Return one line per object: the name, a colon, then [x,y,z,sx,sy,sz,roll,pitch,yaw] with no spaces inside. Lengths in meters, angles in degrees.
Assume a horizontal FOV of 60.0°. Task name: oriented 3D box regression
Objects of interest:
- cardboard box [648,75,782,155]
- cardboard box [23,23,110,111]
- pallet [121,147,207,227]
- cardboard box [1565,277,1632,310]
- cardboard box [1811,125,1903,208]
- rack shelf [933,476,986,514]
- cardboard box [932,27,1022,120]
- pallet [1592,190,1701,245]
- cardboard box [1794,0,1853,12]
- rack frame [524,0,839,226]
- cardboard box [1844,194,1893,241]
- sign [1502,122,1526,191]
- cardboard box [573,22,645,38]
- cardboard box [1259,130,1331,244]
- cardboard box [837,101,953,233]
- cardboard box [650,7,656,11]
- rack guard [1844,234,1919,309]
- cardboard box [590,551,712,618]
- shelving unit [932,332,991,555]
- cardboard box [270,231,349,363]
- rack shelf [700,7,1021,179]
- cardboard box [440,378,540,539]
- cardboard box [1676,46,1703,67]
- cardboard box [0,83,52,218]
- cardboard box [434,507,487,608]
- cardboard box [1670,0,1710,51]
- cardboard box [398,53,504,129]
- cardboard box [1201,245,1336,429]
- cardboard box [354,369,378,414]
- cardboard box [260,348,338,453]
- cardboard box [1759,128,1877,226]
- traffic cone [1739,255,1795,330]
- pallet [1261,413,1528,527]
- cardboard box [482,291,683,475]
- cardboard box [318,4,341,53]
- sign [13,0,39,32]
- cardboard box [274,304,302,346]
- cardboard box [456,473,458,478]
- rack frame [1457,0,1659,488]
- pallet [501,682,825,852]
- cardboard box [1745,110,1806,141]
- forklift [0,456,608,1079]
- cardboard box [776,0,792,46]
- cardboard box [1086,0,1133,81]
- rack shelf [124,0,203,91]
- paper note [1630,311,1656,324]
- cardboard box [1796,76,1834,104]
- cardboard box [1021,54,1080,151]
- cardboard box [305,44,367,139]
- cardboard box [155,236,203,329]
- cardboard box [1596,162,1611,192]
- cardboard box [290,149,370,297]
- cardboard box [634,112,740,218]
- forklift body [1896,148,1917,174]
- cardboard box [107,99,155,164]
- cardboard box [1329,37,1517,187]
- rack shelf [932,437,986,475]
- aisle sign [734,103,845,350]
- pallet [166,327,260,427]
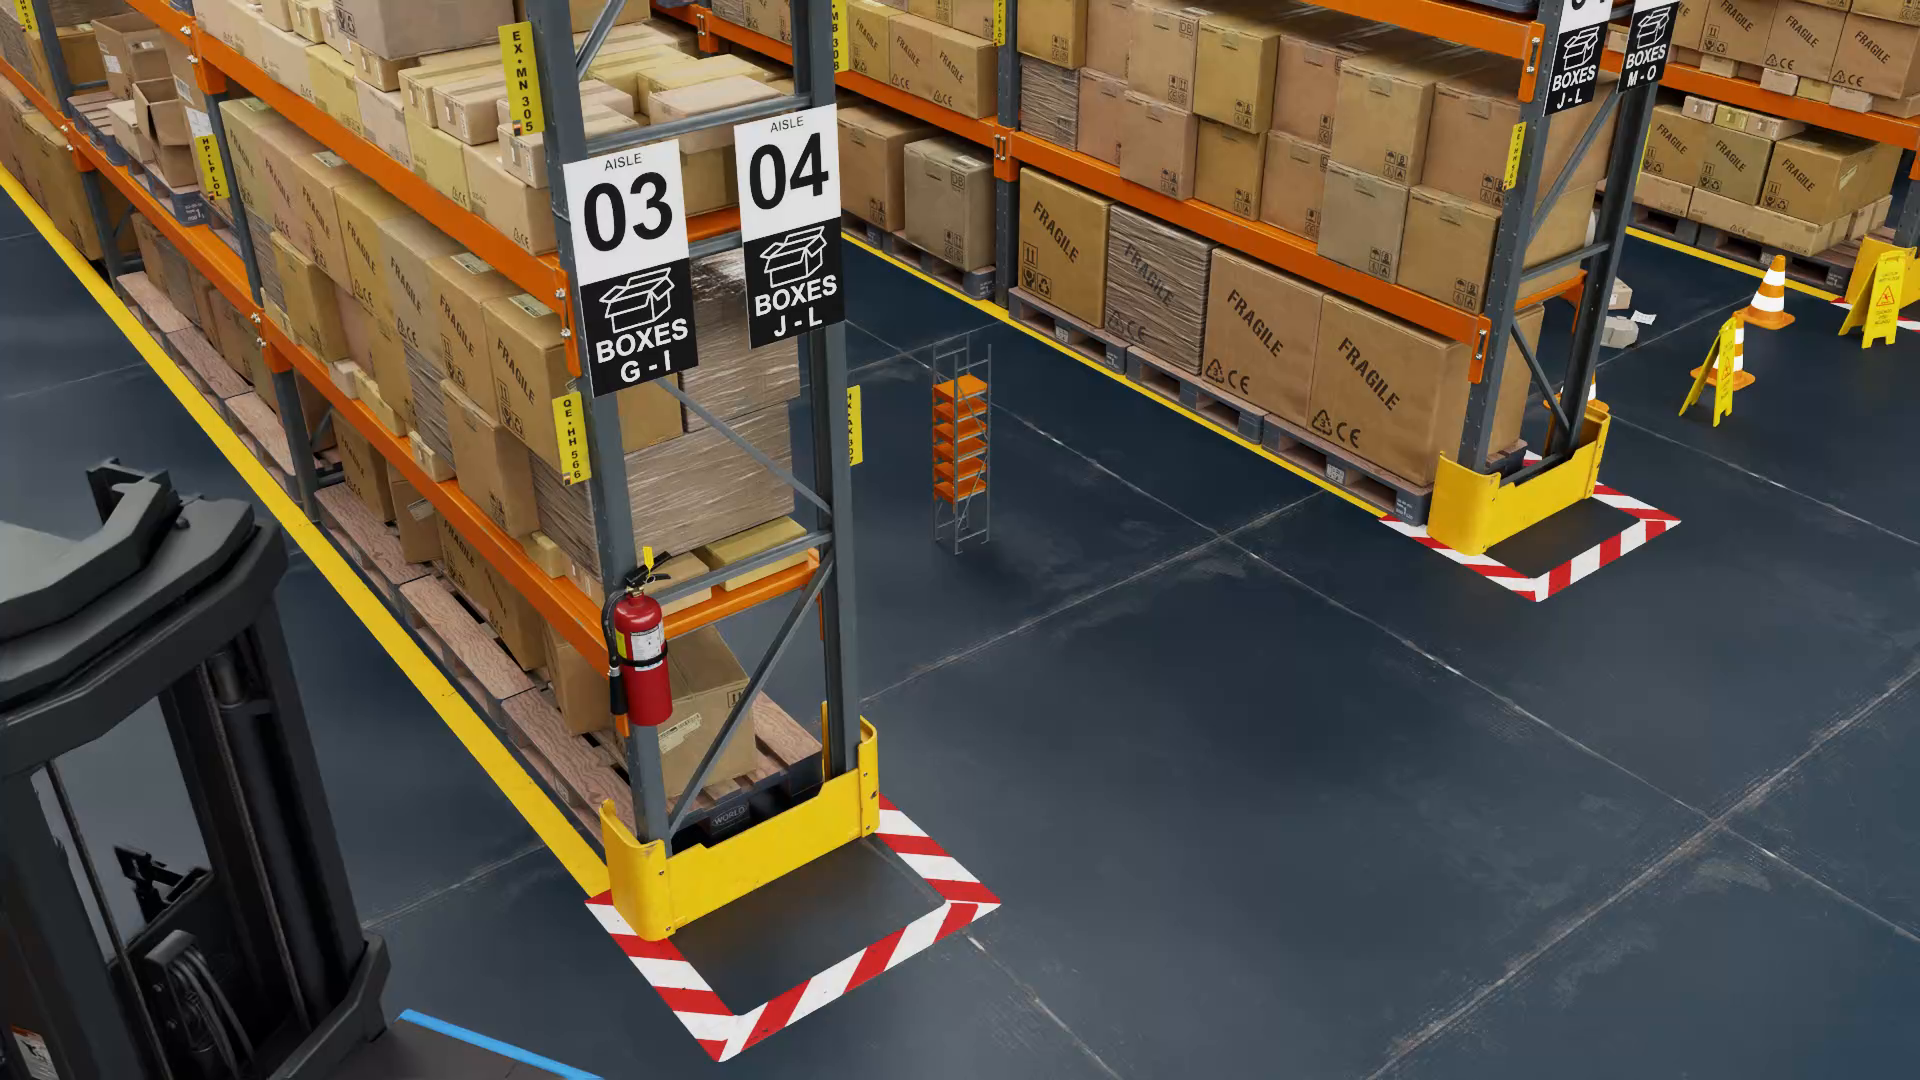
cardboard box: [-0.830,-1.450,5.663,0.380,0.149,0.250,-23,38,-32]
cardboard box: [-6.248,-3.383,11.759,0.500,0.500,0.500,-21,38,-30]
pallet: [-4.503,-2.322,10.327,1.003,0.211,1.213,-22,38,-31]
cardboard box: [4.585,-1.768,11.956,0.380,0.149,0.250,-4,32,-7]
cardboard box: [6.693,-2.851,12.495,0.500,0.500,0.500,-24,39,-33]
rack shelf: [0.009,-0.262,9.074,0.258,0.103,0.180,-22,38,-31]
cardboard box: [0.152,-3.284,11.600,0.500,0.500,0.500,-23,38,-32]
pallet: [5.723,-2.792,13.546,1.003,0.211,1.213,-22,38,-31]
cardboard box: [6.194,-4.036,11.581,0.700,0.500,0.500,-22,38,-31]
rack frame: [-0.844,-2.429,4.632,1.000,3.000,0.127,-22,38,-31]
cardboard box: [6.708,-2.523,12.677,0.500,0.250,0.500,-23,38,-32]
sign: [2.699,-1.866,8.090,0.100,0.325,0.005,-22,38,-31]
cardboard box: [-1.421,-1.894,6.378,0.380,0.149,0.250,-22,38,-32]
cardboard box: [2.274,-2.143,9.716,0.875,0.550,0.550,-22,38,-31]
cardboard box: [-0.357,-2.966,12.917,1.050,0.750,0.750,-22,38,-31]
cardboard box: [-3.014,-4.837,15.455,0.500,0.250,0.500,-21,38,-30]
rack guard: [6.938,-2.057,12.088,1.175,0.500,0.348,-22,38,-31]
cardboard box: [-1.182,0.174,6.365,0.380,0.149,0.250,-22,38,-31]
shelving unit: [0.009,-0.504,8.924,0.258,1.200,0.189,-22,38,-31]
cardboard box: [-2.791,-1.289,8.106,0.875,0.500,0.500,-22,38,-31]
rack shelf: [-0.543,-3.638,12.947,1.077,0.370,4.000,-22,38,-31]
cardboard box: [-1.561,-0.457,6.767,0.875,0.500,0.500,-22,38,-31]
cardboard box: [5.664,-3.710,12.619,0.380,0.149,0.250,-22,38,-31]
cardboard box: [-6.697,-3.159,13.109,1.225,0.875,0.875,-22,38,-31]
cardboard box: [-2.283,-0.015,8.403,0.500,0.500,0.500,-26,40,-35]
cardboard box: [5.531,-4.030,12.519,0.500,0.500,0.500,-22,38,-31]
cardboard box: [-1.755,-1.597,5.900,0.380,0.149,0.250,-22,38,-31]
cardboard box: [2.127,-1.347,10.191,0.875,0.875,0.875,-23,39,-32]
cardboard box: [-2.616,-0.741,7.839,0.380,0.149,0.250,-22,38,-31]
cardboard box: [-3.656,-0.936,9.866,0.700,0.500,0.500,-26,40,-35]
cardboard box: [6.287,-2.666,12.196,0.500,0.500,0.500,-22,38,-31]
traffic cone: [5.702,-1.771,11.663,0.336,0.463,0.334,-22,38,-31]
pallet: [2.584,-0.567,9.963,1.003,0.211,1.213,-22,38,-31]
cardboard box: [-1.376,-0.624,6.087,0.500,0.500,0.500,-22,38,-31]
cardboard box: [-2.326,-2.065,6.653,0.380,0.149,0.250,-21,38,-30]
sign: [-6.186,-3.526,10.987,0.100,0.325,0.005,-22,38,-31]
cardboard box: [-3.259,-1.146,8.490,0.380,0.149,0.250,-22,38,-31]
cardboard box: [-1.961,-0.342,7.195,0.380,0.149,0.250,-22,38,-31]
rack frame: [3.136,-1.443,8.731,1.000,3.000,0.127,-22,38,-31]
pallet: [-1.361,0.922,7.565,1.003,0.211,1.213,-22,38,-31]
cardboard box: [6.009,-3.072,12.236,0.380,0.149,0.250,-21,38,-30]
forklift: [-2.501,1.159,4.605,3.031,2.935,1.130,12,34,19]
cardboard box: [-1.085,-4.124,12.953,0.500,0.500,0.500,-22,38,-31]
cardboard box: [1.311,-3.276,10.517,0.875,0.550,0.550,-22,38,-31]
rack shelf: [-4.523,-3.350,9.640,1.077,0.370,4.000,-22,38,-31]
paper note: [4.832,-1.576,11.758,0.142,0.019,0.148,18,36,27]
cardboard box: [6.203,-3.250,11.879,0.380,0.149,0.250,-23,39,-32]
cardboard box: [0.919,-3.024,11.134,0.875,0.550,0.550,-22,38,-31]
cardboard box: [-2.269,-1.842,6.671,0.500,0.250,0.500,-23,39,-32]
cardboard box: [-4.973,-1.840,11.322,0.700,0.500,0.500,-26,40,-35]
cardboard box: [5.344,-2.992,13.433,0.500,0.250,0.500,-23,38,-32]
cardboard box: [-2.608,-1.455,7.426,0.500,0.500,0.500,-22,38,-31]
cardboard box: [-0.935,-1.376,5.921,0.500,0.250,0.500,-21,38,-30]
forklift body: [8.299,-4.534,14.512,2.313,2.155,1.214,-22,38,-31]
cardboard box: [-4.903,-2.557,10.268,0.500,0.250,0.500,-23,39,-33]
cardboard box: [2.529,-2.332,8.997,0.875,0.550,0.550,-22,38,-31]
rack shelf: [0.009,-0.466,8.947,0.258,0.103,0.180,-22,38,-31]
aisle sign: [-0.569,-1.056,5.644,0.394,0.787,0.004,-22,38,-31]
pallet: [-4.527,-1.196,10.976,1.003,0.211,1.213,-22,38,-31]
